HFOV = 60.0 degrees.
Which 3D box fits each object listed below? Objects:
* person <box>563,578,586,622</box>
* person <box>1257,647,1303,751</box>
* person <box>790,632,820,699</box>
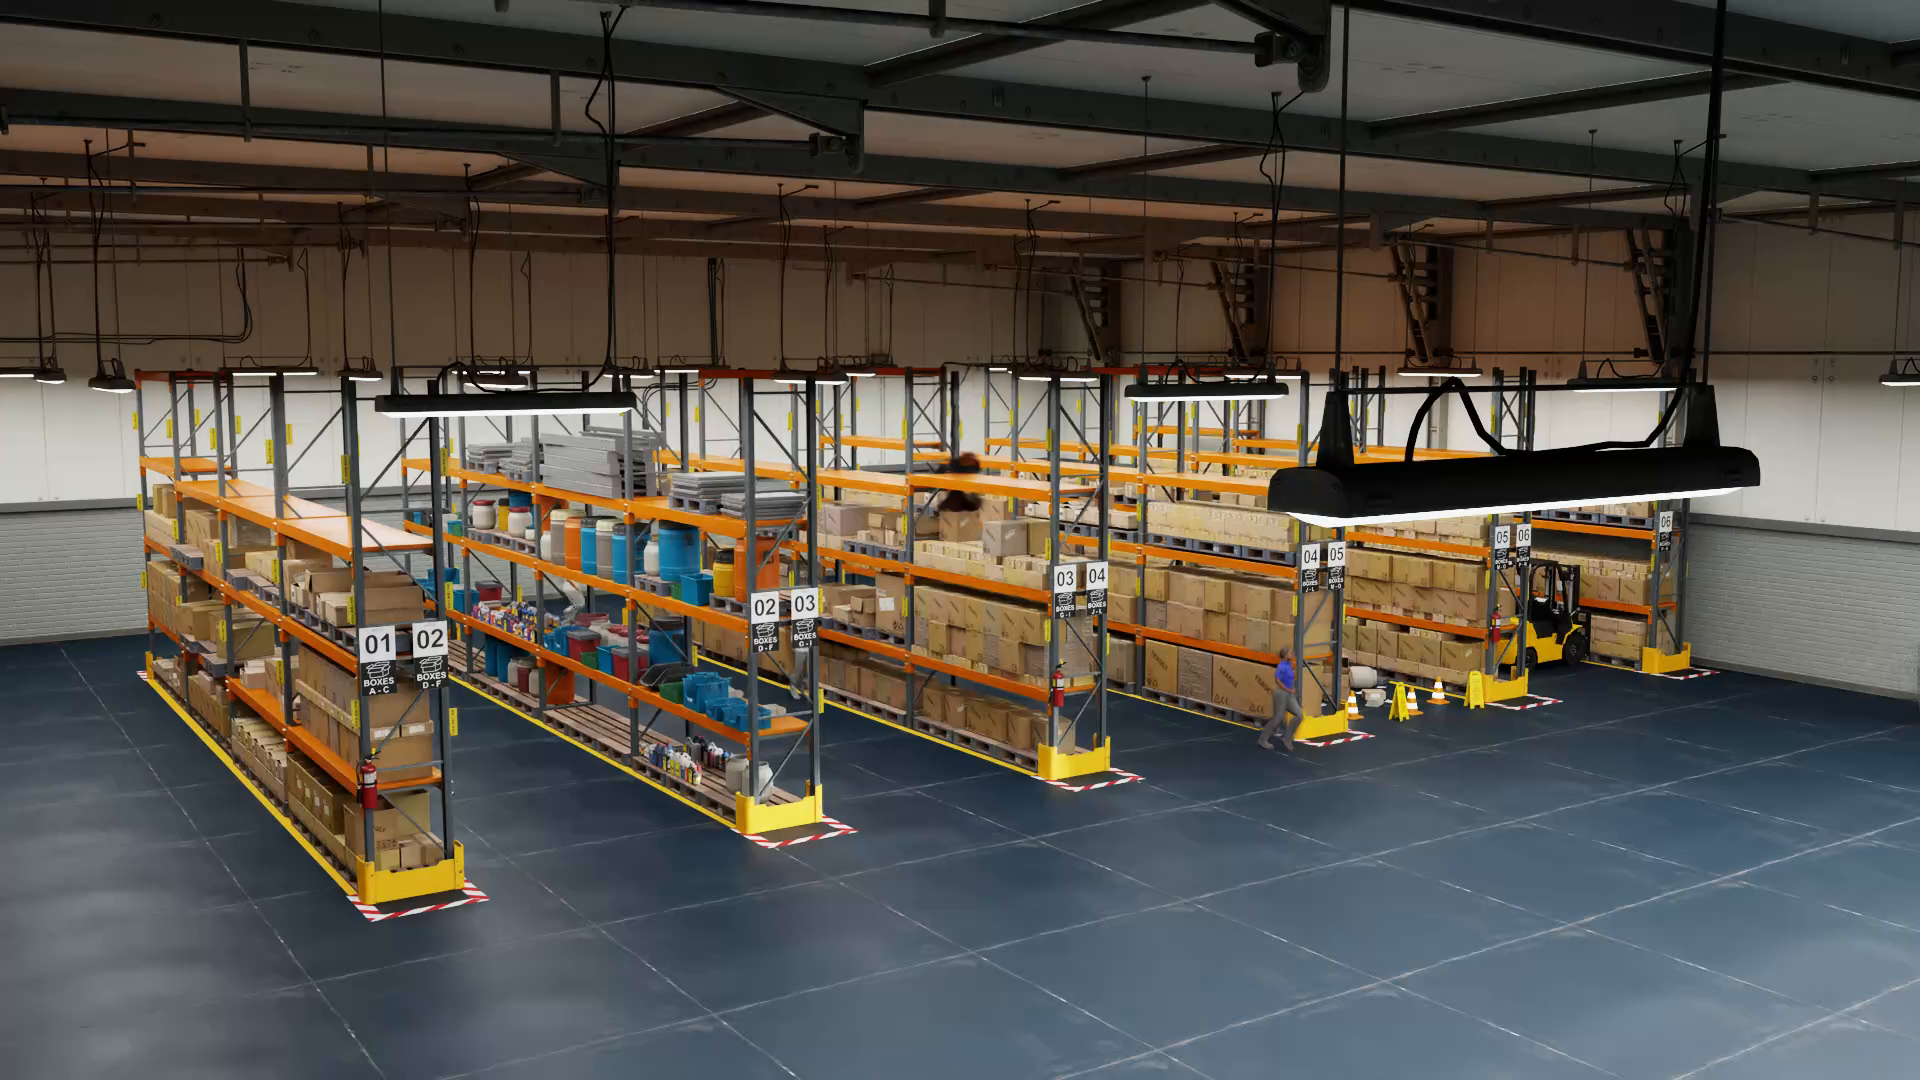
[{"bbox_3d":[-9.022,1.166,38.720,0.543,1.623,0.602,-4,7,-31],"label":"person"},{"bbox_3d":[5.179,2.535,26.637,0.668,1.660,0.651,4,8,31],"label":"person"},{"bbox_3d":[-2.676,1.961,28.770,0.562,1.734,0.813,-4,8,-34],"label":"person"}]
